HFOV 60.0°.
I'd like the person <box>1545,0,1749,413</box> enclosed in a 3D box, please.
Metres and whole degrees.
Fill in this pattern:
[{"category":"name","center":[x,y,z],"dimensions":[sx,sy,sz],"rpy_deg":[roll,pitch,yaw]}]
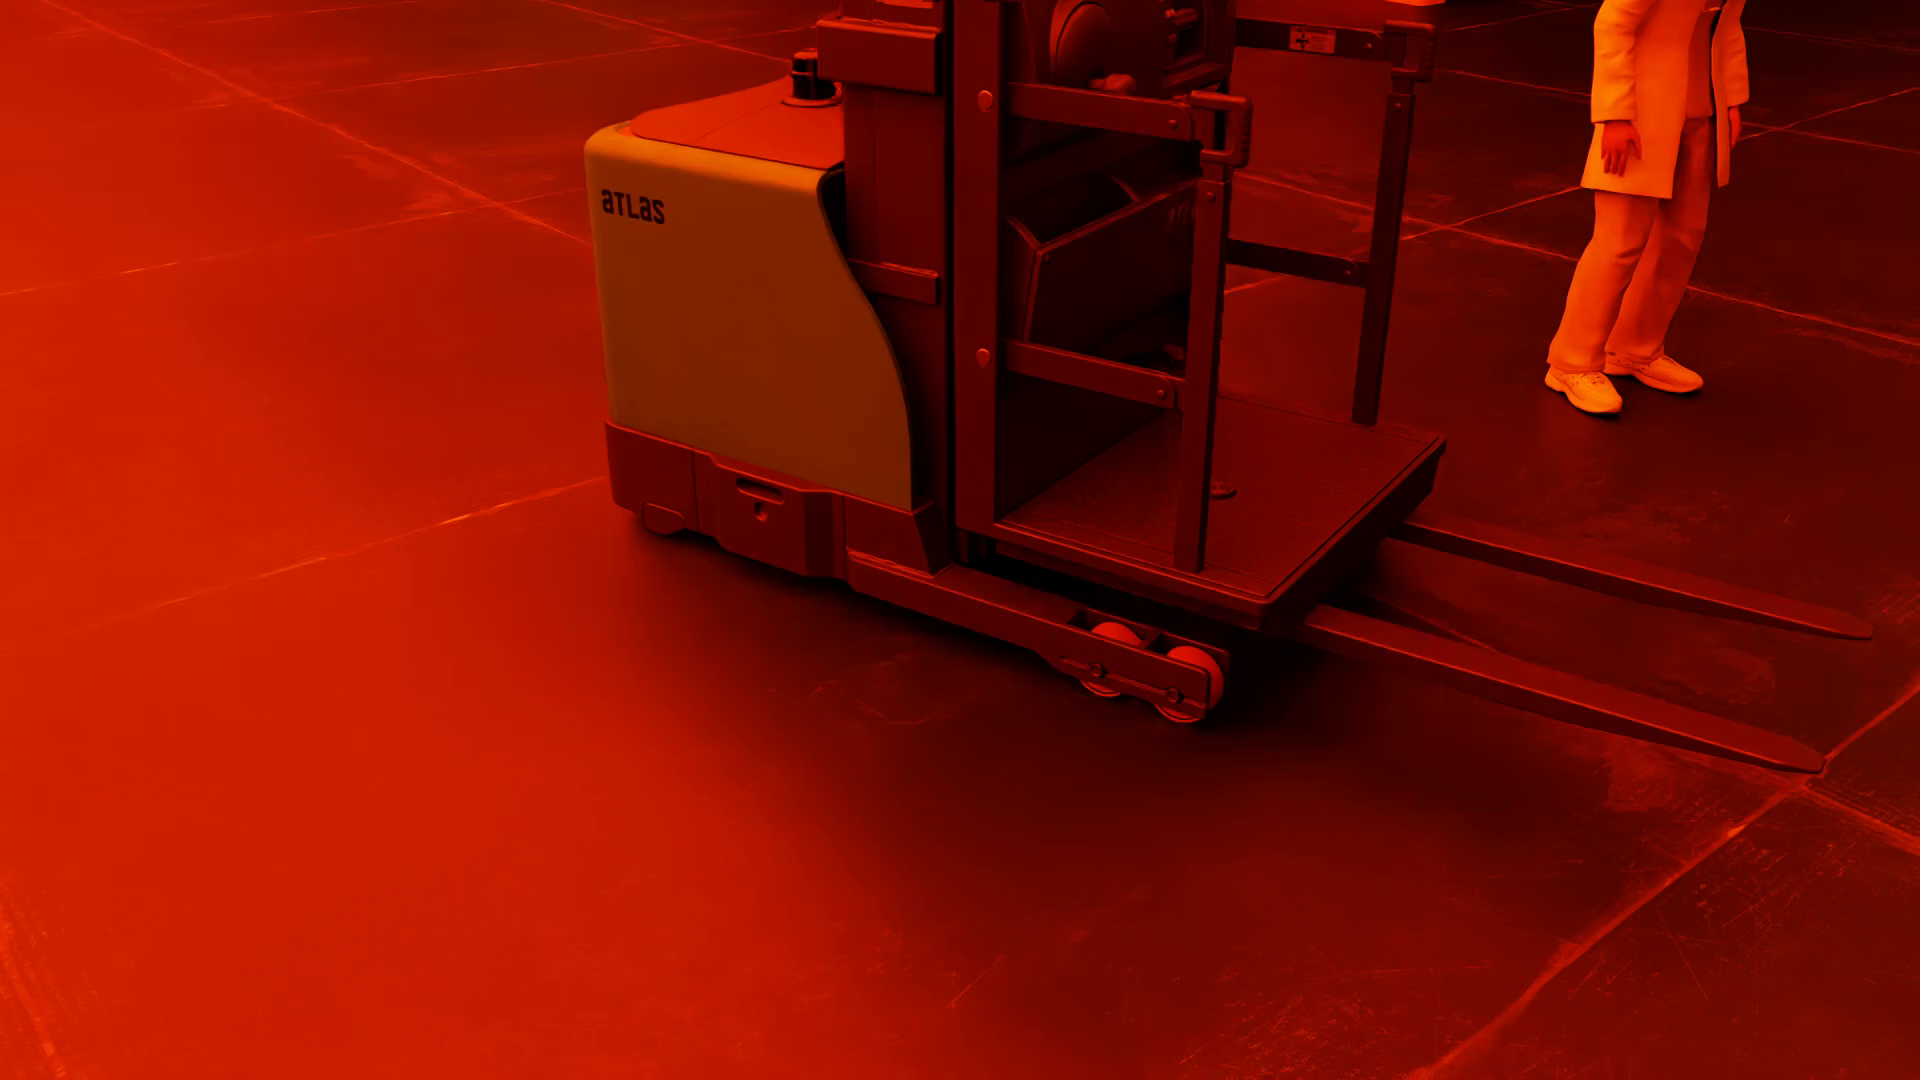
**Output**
[{"category":"person","center":[2.190,-1.308,5.142],"dimensions":[0.653,1.774,0.422],"rpy_deg":[-14,30,-27]}]

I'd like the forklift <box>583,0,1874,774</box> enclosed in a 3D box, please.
[{"category":"forklift","center":[0.547,-1.177,3.575],"dimensions":[3.031,2.935,1.130],"rpy_deg":[17,31,30]}]
